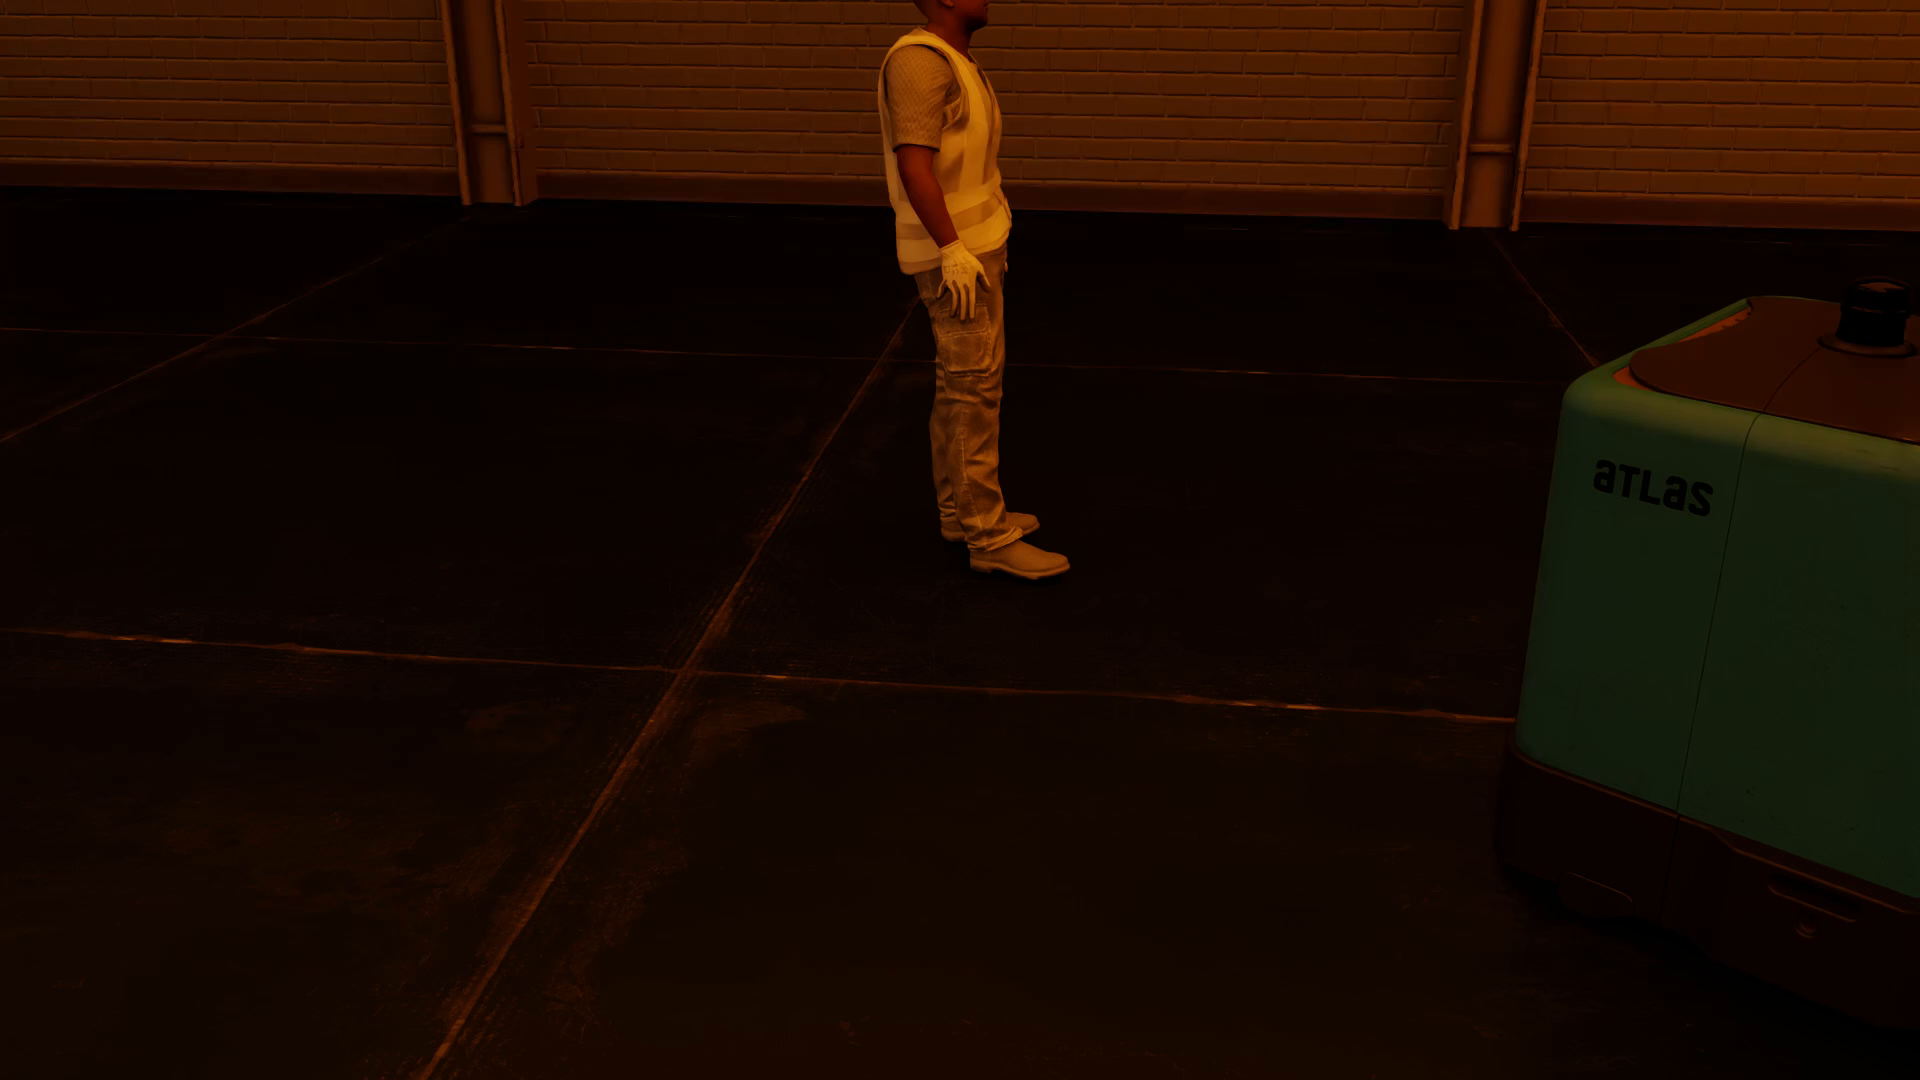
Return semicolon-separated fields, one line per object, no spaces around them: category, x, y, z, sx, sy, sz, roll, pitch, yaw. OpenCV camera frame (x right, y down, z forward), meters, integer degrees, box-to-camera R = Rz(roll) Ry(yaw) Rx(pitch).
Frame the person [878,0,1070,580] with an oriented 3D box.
person;0.070;-0.827;4.825;0.577;1.781;0.656;3;22;7

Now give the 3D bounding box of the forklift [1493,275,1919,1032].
forklift;2.513;-0.410;2.272;3.031;2.935;1.130;19;29;40
